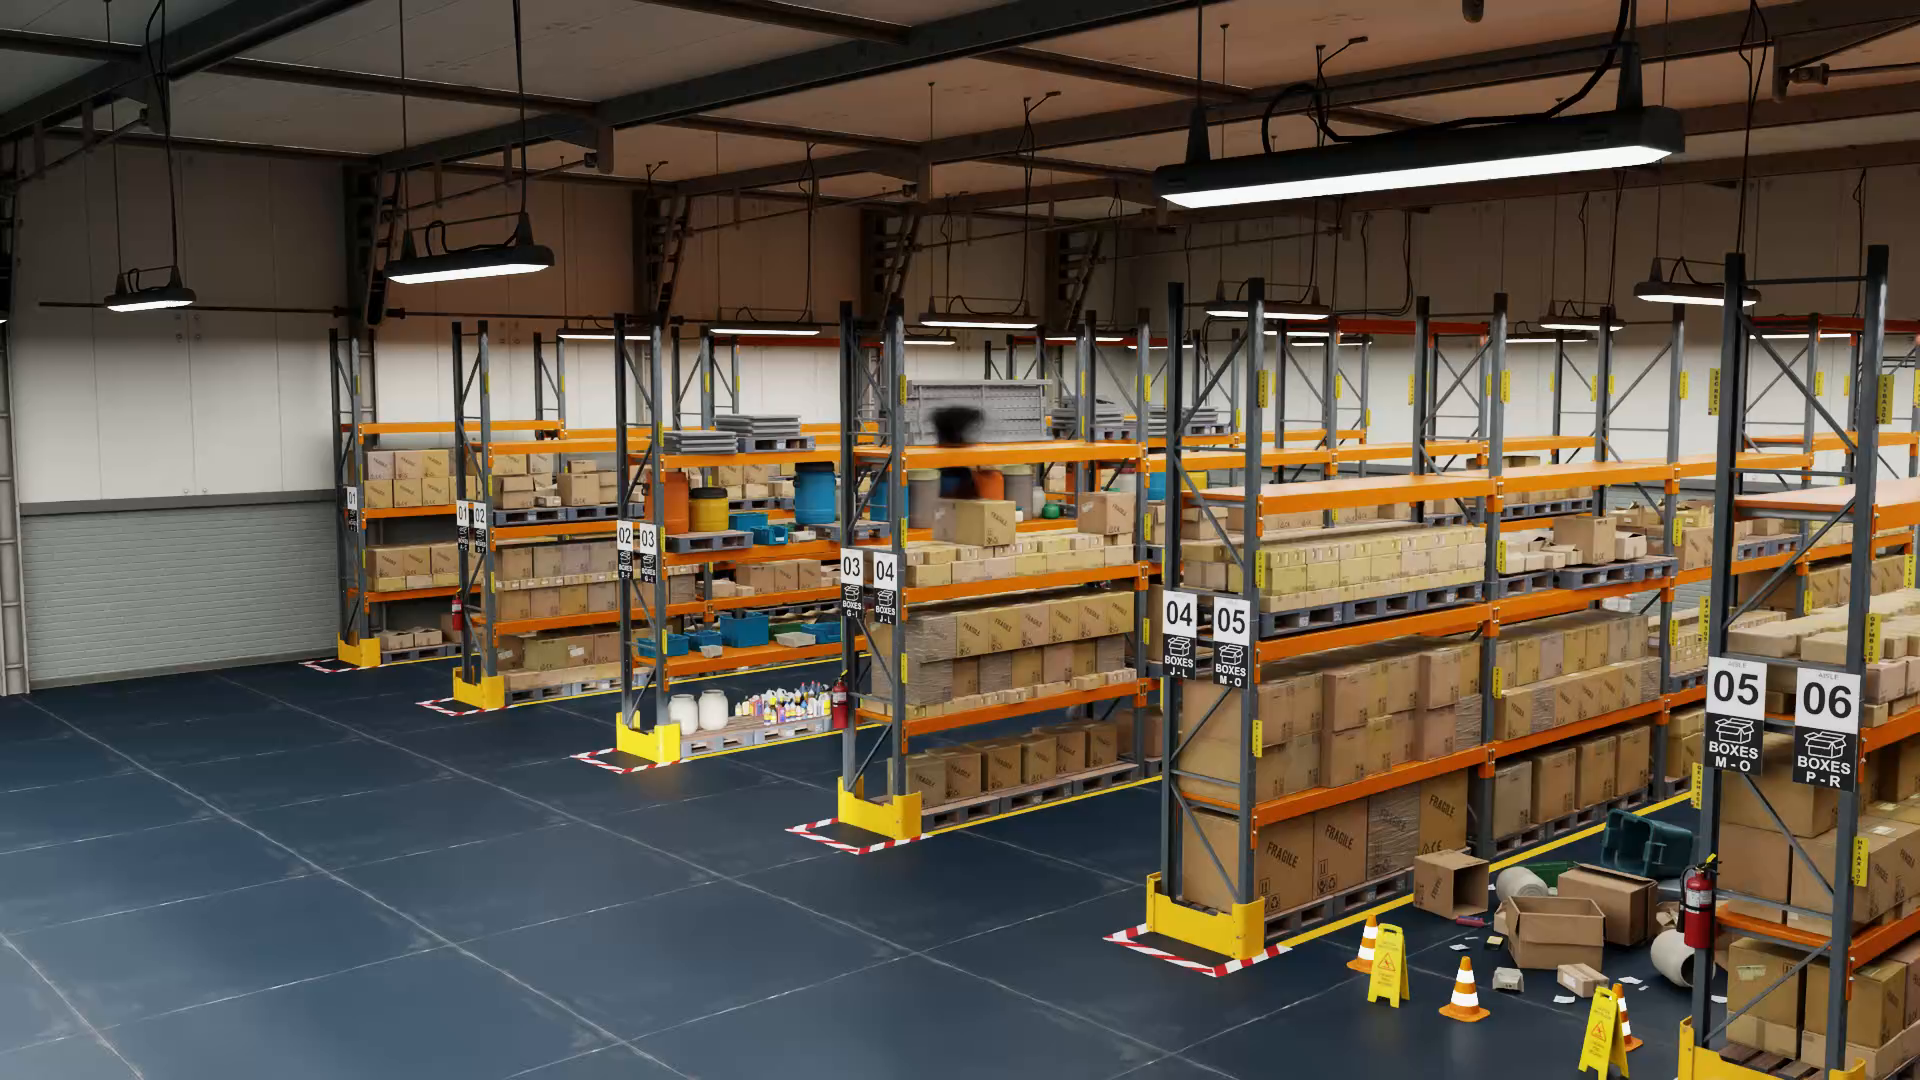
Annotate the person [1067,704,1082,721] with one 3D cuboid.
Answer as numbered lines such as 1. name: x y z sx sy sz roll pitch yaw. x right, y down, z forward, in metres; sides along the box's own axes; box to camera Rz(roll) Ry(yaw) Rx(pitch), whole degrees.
1. person: 1.664 2.065 23.178 0.509 1.641 0.639 -4 7 -34

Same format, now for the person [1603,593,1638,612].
1. person: 12.007 1.288 30.348 0.654 1.788 0.837 1 6 11
